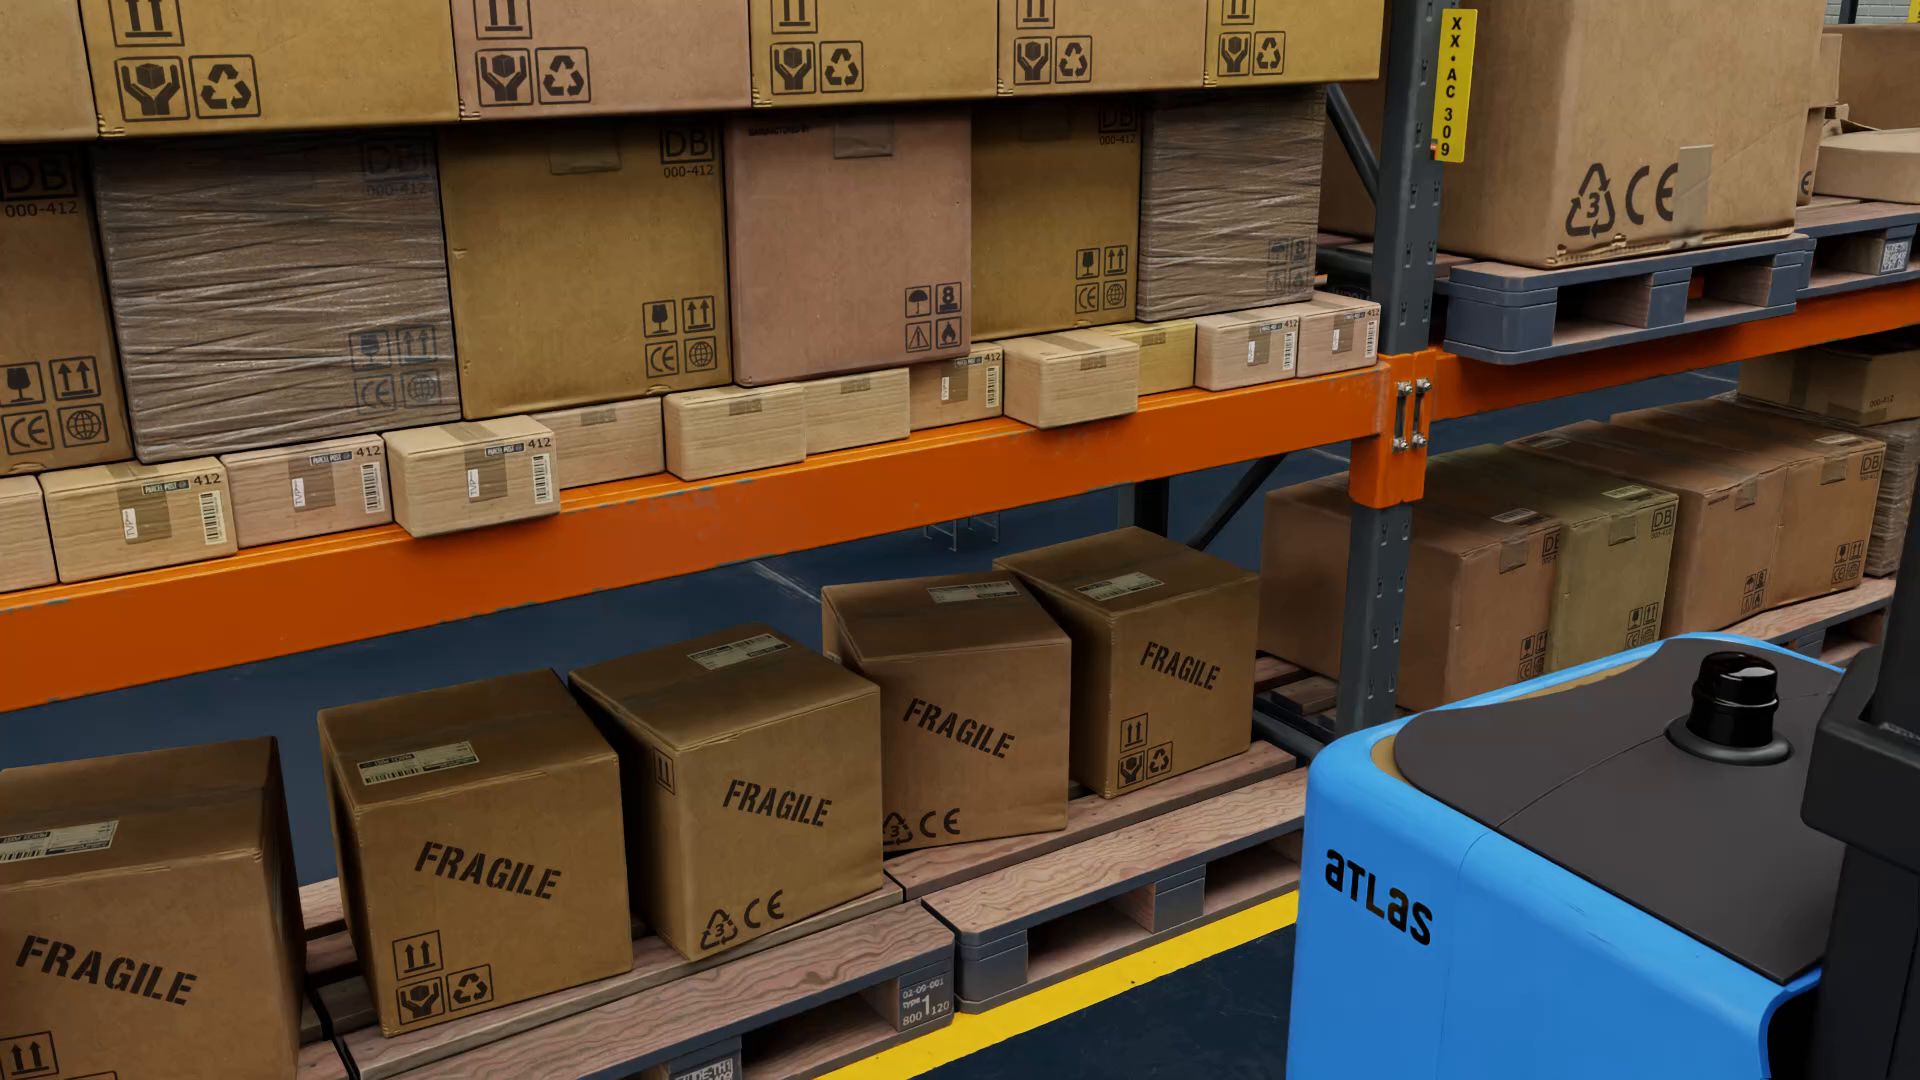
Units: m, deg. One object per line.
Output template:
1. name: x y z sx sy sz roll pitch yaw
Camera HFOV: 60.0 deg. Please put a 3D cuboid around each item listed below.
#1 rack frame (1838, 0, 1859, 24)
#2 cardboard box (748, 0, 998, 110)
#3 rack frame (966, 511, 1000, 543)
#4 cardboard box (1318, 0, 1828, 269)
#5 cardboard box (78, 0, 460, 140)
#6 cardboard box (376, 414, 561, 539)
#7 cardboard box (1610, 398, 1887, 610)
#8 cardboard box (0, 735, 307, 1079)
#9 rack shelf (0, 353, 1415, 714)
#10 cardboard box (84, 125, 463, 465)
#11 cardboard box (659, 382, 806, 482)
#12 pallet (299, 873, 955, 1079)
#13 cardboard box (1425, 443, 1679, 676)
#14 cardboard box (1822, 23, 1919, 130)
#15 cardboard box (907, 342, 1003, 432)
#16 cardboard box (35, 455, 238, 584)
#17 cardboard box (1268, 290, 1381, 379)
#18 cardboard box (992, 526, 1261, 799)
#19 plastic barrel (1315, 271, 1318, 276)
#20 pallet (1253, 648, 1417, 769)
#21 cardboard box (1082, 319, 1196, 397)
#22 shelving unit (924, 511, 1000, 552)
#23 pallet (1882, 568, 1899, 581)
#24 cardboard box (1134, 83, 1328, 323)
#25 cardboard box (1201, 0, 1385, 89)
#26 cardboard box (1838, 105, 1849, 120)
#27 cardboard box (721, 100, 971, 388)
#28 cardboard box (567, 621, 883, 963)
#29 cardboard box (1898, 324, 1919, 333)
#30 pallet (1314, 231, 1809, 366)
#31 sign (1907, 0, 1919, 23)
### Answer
1. rack frame: 8.084 -4.179 14.421 0.127 3.000 1.000 -12 22 -31
2. cardboard box: -0.274 -1.073 3.053 0.500 0.500 0.500 -12 22 -31
3. rack frame: 0.092 -0.446 6.658 0.006 0.900 0.240 -12 22 -31
4. cardboard box: 1.526 -1.326 4.390 1.000 1.000 1.000 -12 22 -31
5. cardboard box: -1.108 -0.896 2.530 0.500 0.500 0.500 -12 22 -31
6. cardboard box: -0.880 -0.141 2.871 0.250 0.149 0.380 -12 22 -31
7. cardboard box: 2.652 -0.143 5.699 0.500 0.500 0.700 -10 21 -27
8. cardboard box: -1.544 0.730 3.150 0.500 0.500 0.500 -6 20 -17
9. rack shelf: -0.885 -0.047 3.324 4.000 0.370 1.077 -12 22 -31
10. cardboard box: -1.288 -0.510 2.949 0.500 0.500 0.875 -12 22 -31
11. cardboard box: -0.493 -0.244 3.176 0.250 0.149 0.380 -12 22 -31
12. pallet: -0.776 0.925 3.680 1.213 0.211 1.003 -12 22 -31
13. cardboard box: 1.719 0.054 5.117 0.500 0.500 0.700 -12 22 -32
14. cardboard box: 3.286 -1.460 5.568 0.500 0.500 0.700 -8 20 -23
15. cardboard box: -0.117 -0.353 3.496 0.250 0.149 0.380 -12 22 -31
16. cardboard box: -1.340 -0.074 2.671 0.250 0.149 0.380 -12 22 -31
17. cardboard box: 0.768 -0.505 3.946 0.250 0.149 0.380 -12 22 -31
18. cardboard box: 0.429 0.305 4.407 0.500 0.500 0.500 -13 22 -33
19. plastic barrel: 2.224 -2.004 11.218 0.421 0.512 0.421 0 19 0
20. pallet: 1.435 0.443 5.104 1.213 0.211 1.003 -12 22 -31
21. cardboard box: 0.312 -0.435 3.741 0.250 0.149 0.380 -12 22 -31
22. shelving unit: 0.007 -0.428 6.605 0.210 0.900 0.258 -12 22 -31
23. pallet: 3.473 0.014 6.375 1.213 0.211 1.003 -12 22 -31
24. cardboard box: 0.376 -0.866 4.001 0.500 0.500 0.875 -12 22 -31
25. cardboard box: 0.561 -1.249 3.574 0.500 0.500 0.500 -12 22 -31
26. cardboard box: 2.600 -1.339 5.600 0.500 0.250 0.500 -13 22 -33
27. cardboard box: -0.423 -0.672 3.428 0.500 0.500 0.875 -12 22 -31
28. cardboard box: -0.520 0.538 3.717 0.500 0.500 0.500 -14 23 -36
29. cardboard box: 3.583 -0.698 6.171 0.500 0.250 0.500 -11 22 -29
30. pallet: 1.504 -0.745 4.564 1.213 0.211 1.003 -12 22 -31
31. sign: 3.818 -2.141 6.586 0.005 0.325 0.100 -12 22 -31
